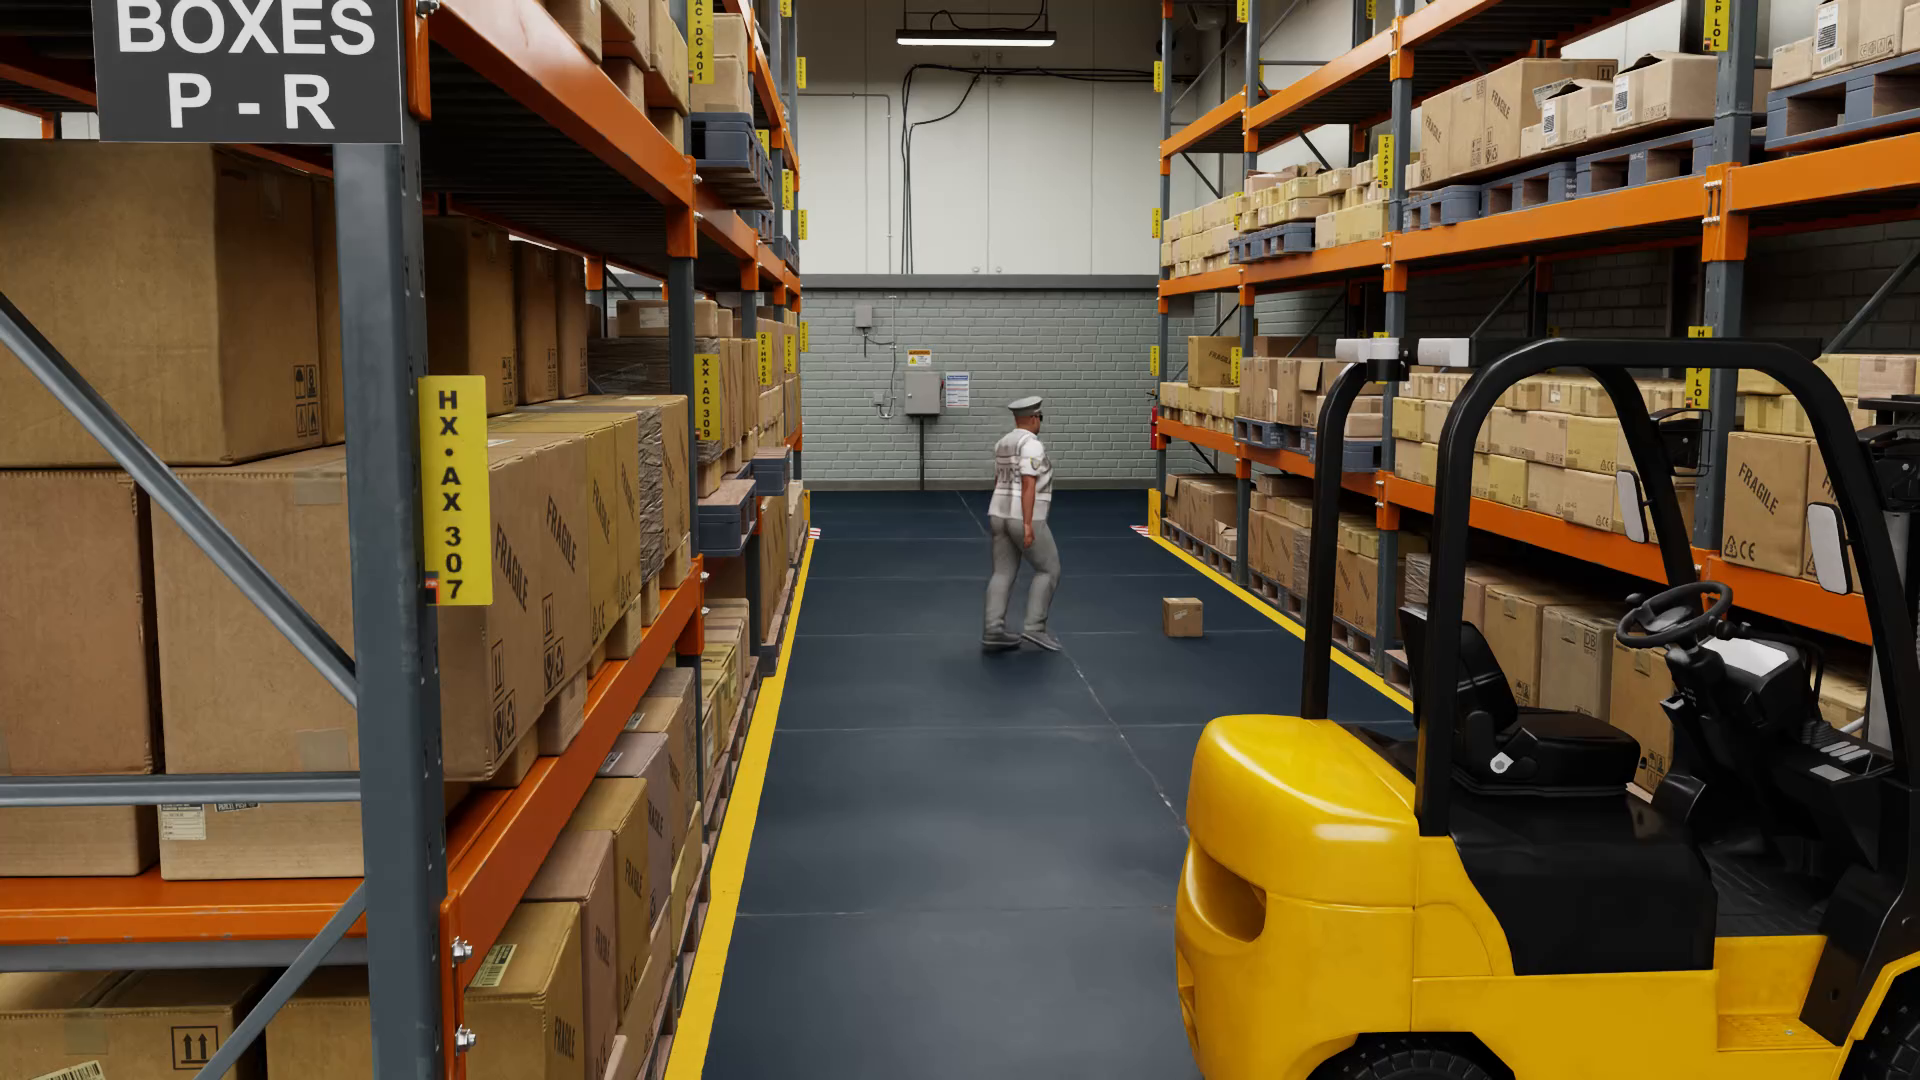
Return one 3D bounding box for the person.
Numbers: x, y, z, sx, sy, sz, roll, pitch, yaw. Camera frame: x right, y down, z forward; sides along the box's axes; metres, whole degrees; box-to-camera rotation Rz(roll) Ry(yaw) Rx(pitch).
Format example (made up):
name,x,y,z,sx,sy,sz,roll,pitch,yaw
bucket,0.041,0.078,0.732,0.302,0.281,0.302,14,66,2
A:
name,x,y,z,sx,sy,sz,roll,pitch,yaw
person,0.386,-0.099,11.620,0.535,1.796,0.568,-5,8,-36
